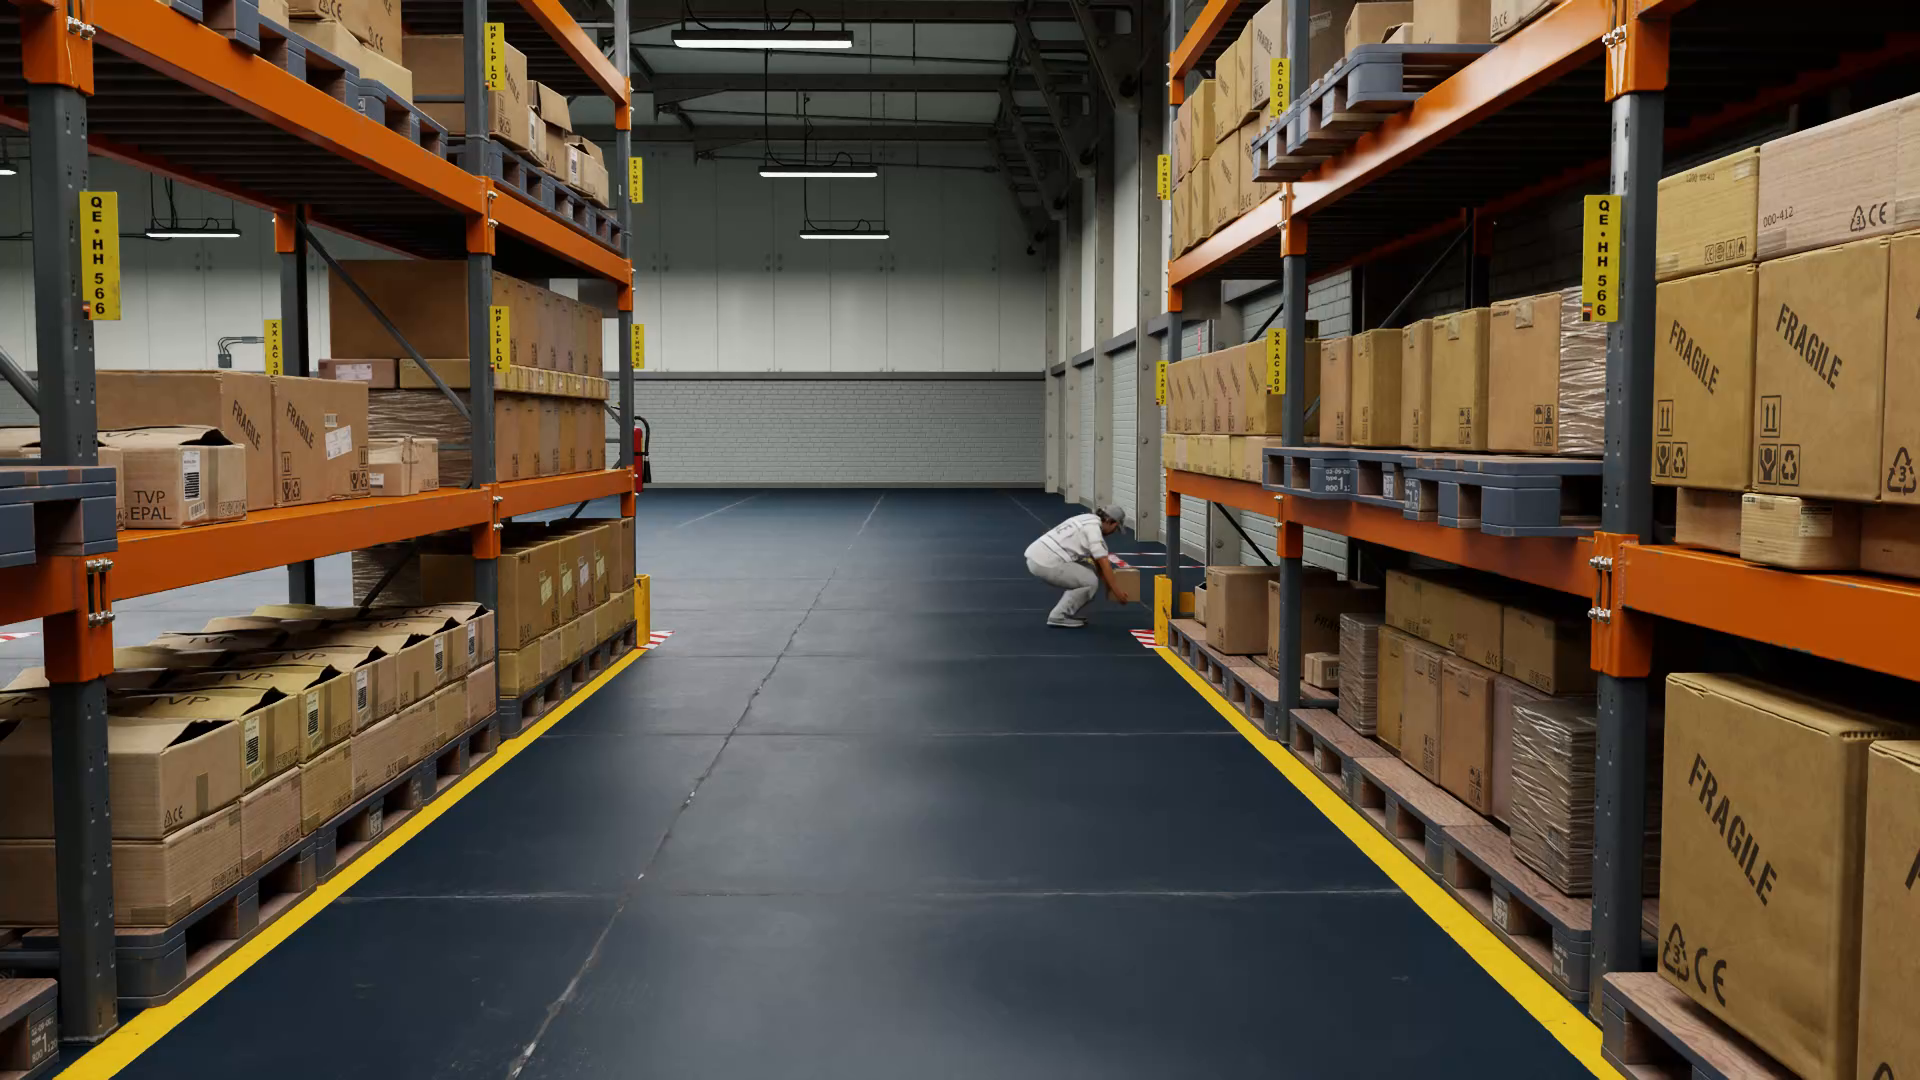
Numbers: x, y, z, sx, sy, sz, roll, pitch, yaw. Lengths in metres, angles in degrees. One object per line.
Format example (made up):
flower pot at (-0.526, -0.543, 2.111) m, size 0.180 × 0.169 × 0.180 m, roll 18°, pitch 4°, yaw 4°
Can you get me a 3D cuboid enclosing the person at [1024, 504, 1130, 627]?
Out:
person at (0.945, 0.205, 13.547) m, size 0.839 × 0.986 × 0.526 m, roll 0°, pitch 4°, yaw -2°
